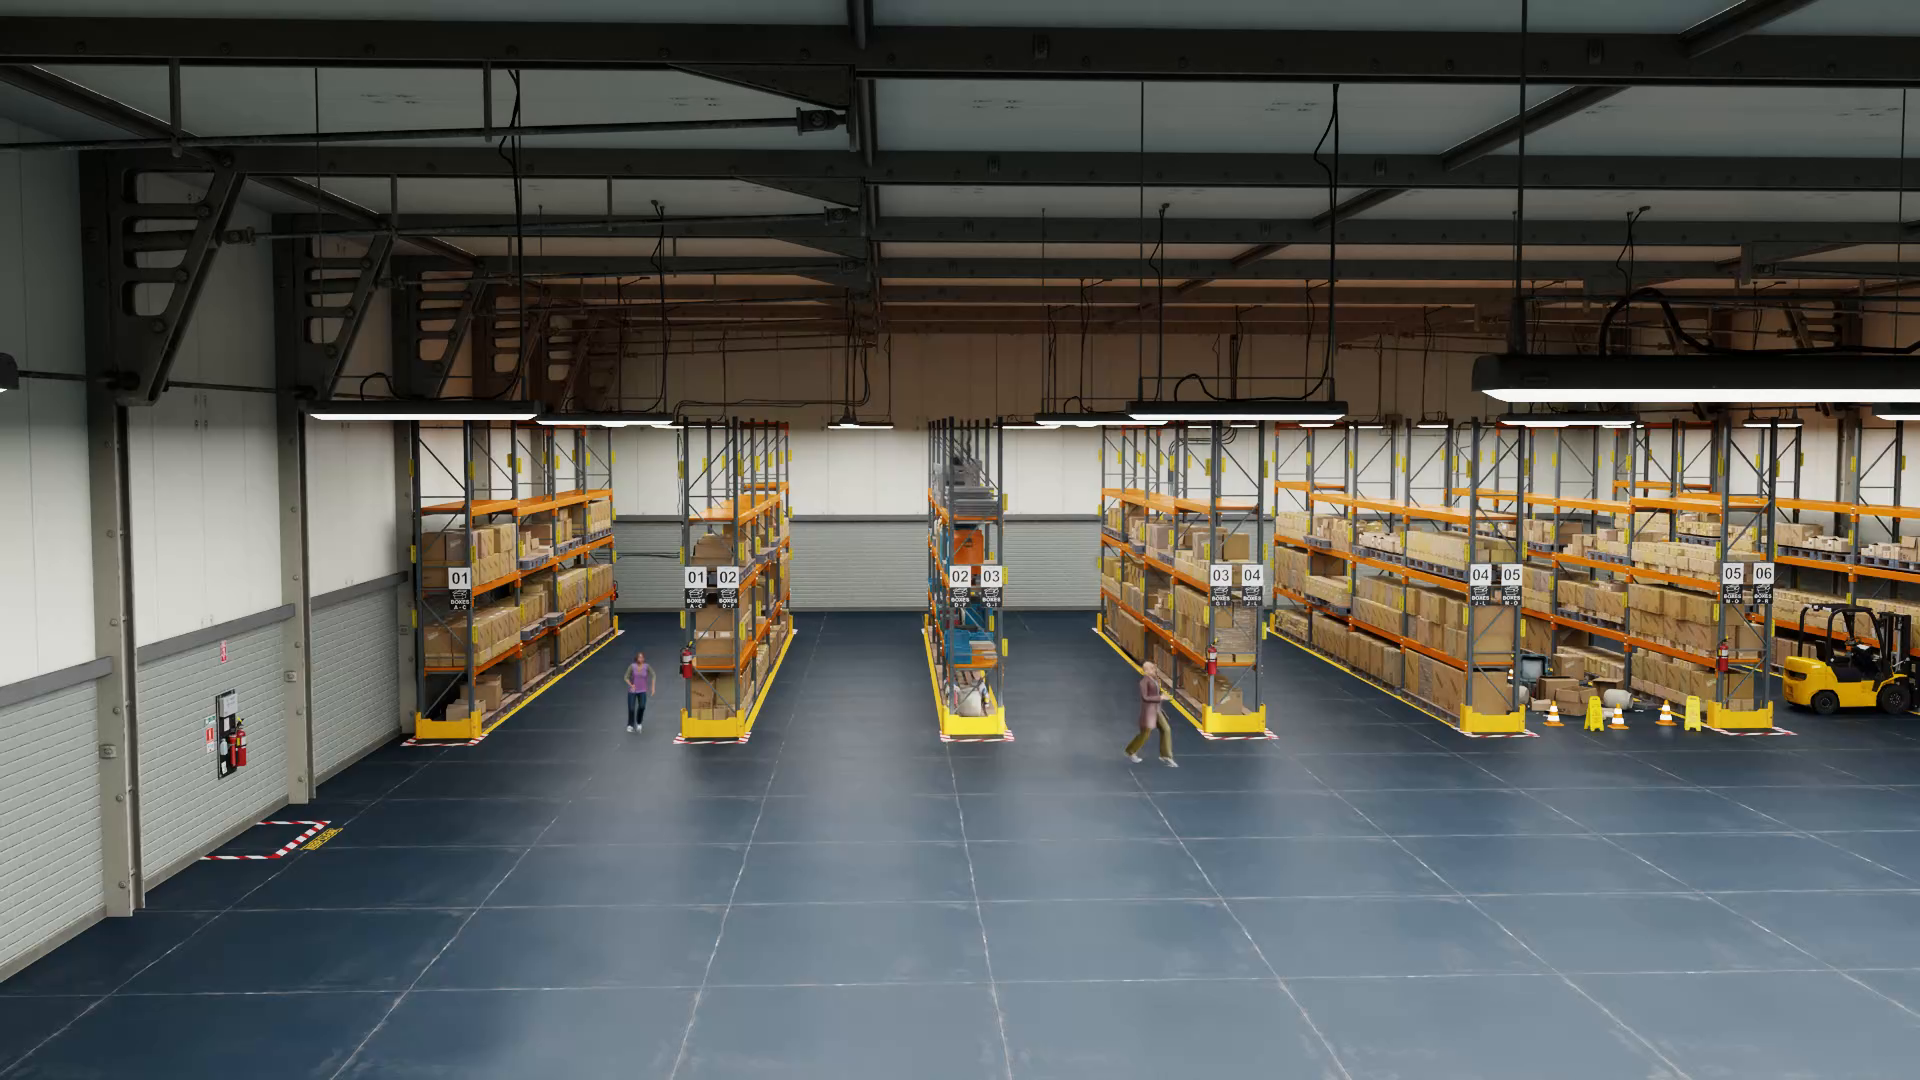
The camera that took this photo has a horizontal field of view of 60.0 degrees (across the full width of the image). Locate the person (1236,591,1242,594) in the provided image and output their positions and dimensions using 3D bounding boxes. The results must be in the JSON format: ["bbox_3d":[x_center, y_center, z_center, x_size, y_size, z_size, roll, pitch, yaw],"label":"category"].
[{"bbox_3d":[7.830,1.757,46.986,0.675,1.843,0.733,1,4,15],"label":"person"}]

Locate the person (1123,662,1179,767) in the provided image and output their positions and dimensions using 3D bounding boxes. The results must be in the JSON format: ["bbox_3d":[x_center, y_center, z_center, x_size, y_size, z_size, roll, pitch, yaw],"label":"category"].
[{"bbox_3d":[3.273,2.985,28.512,0.962,1.815,0.725,2,4,31],"label":"person"}]

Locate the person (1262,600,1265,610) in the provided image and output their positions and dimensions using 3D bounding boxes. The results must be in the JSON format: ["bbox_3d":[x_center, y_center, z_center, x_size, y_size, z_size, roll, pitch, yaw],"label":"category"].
[{"bbox_3d":[7.940,2.016,44.827,0.540,1.579,0.735,0,4,4],"label":"person"}]

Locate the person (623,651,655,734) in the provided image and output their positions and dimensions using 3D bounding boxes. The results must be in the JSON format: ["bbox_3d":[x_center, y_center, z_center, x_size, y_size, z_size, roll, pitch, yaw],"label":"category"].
[{"bbox_3d":[-6.061,2.884,31.467,0.602,1.558,0.591,-1,4,-13],"label":"person"}]
